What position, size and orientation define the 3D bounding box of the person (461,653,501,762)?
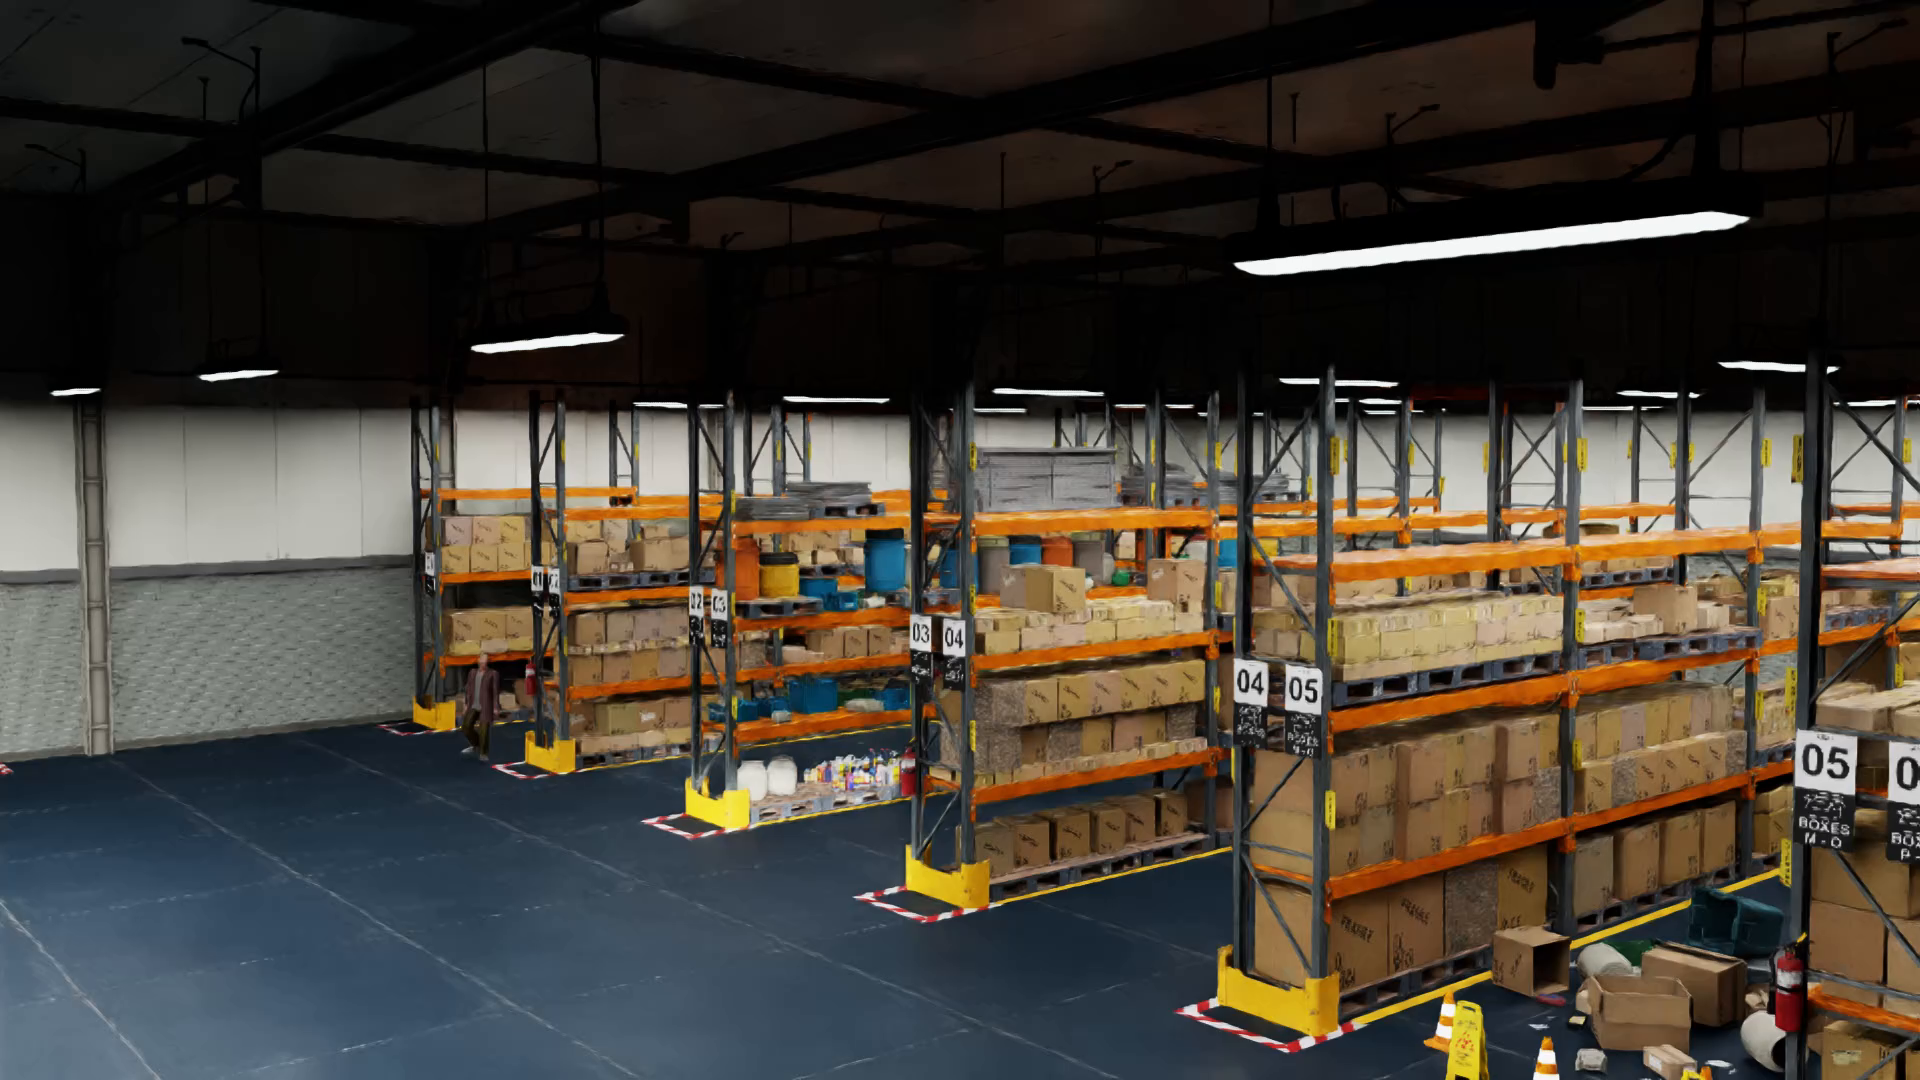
[{"bbox_3d":[-7.777,2.697,26.994,0.778,1.759,0.569,1,3,14],"label":"person"}]
